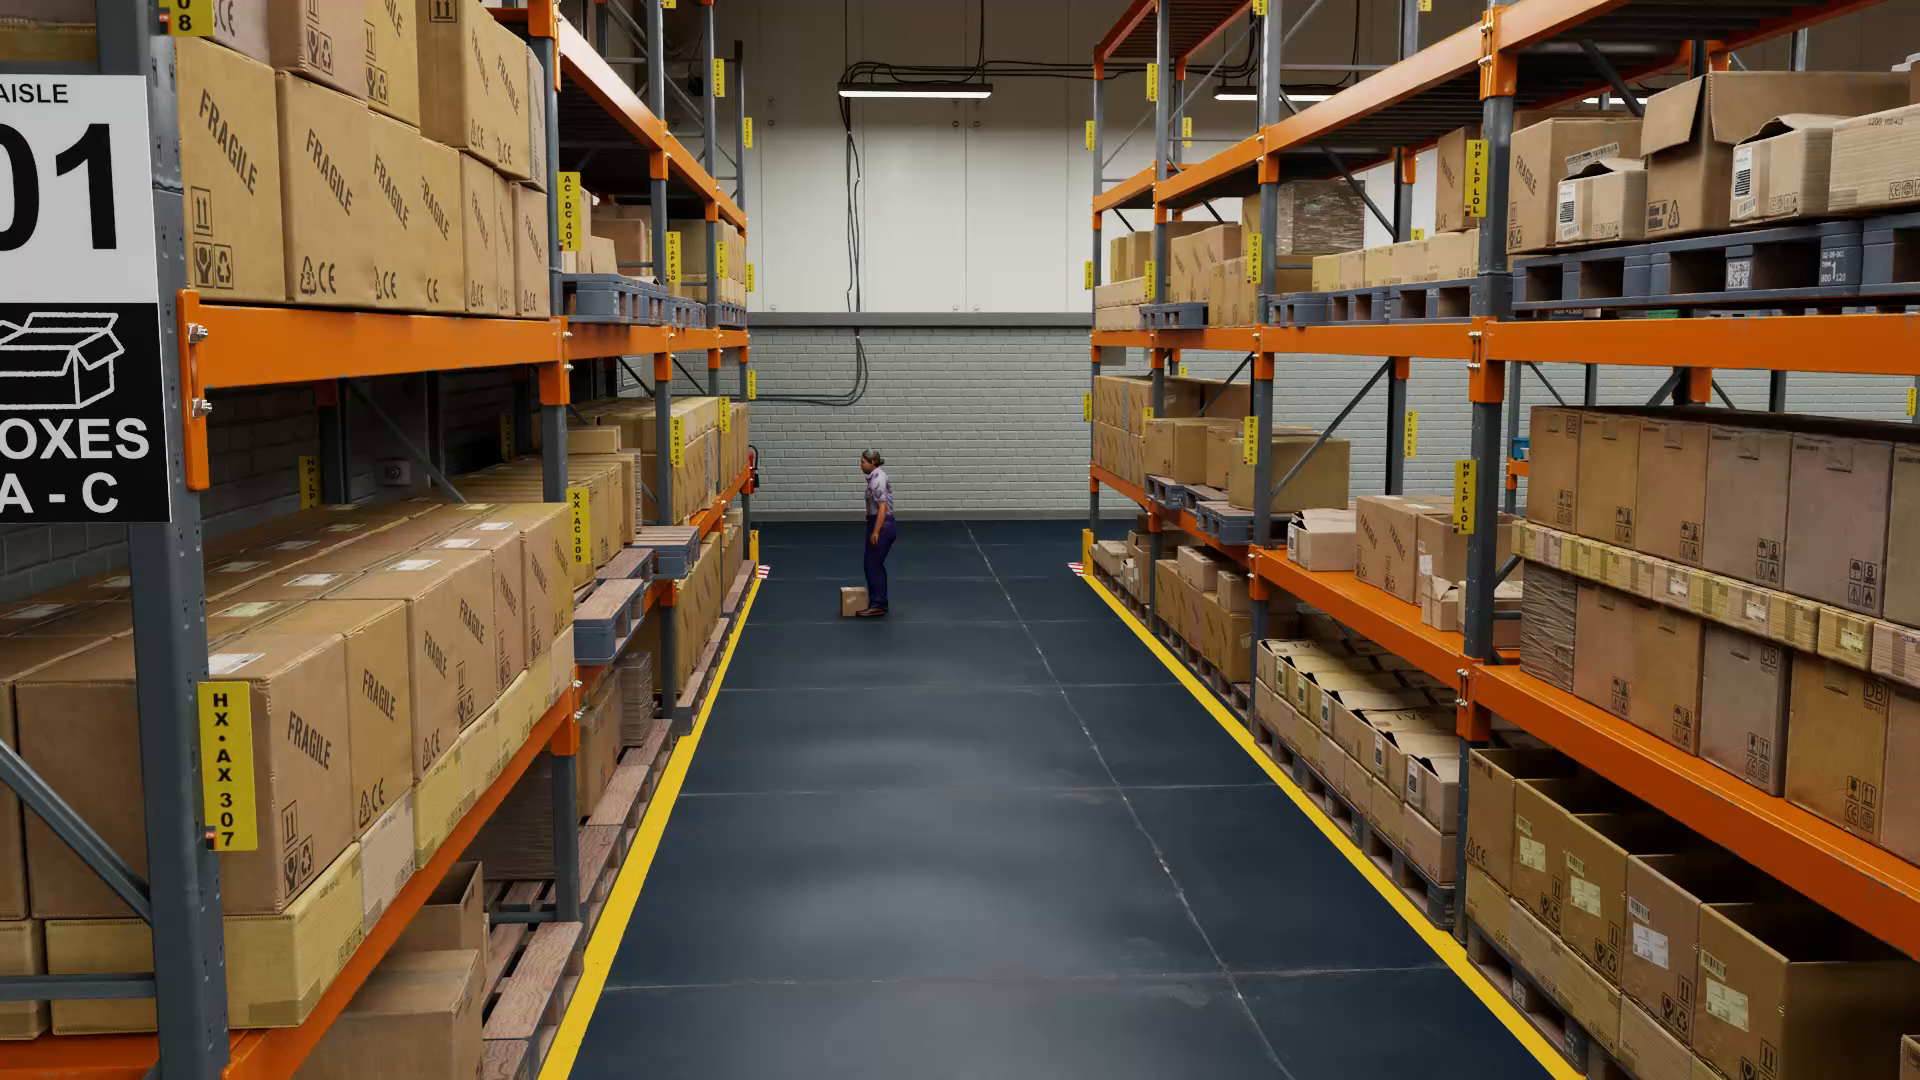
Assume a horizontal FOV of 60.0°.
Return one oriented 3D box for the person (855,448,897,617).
[{"bbox_3d":[-0.838,-0.085,16.482,0.420,1.651,0.537,-1,7,-4],"label":"person"}]
